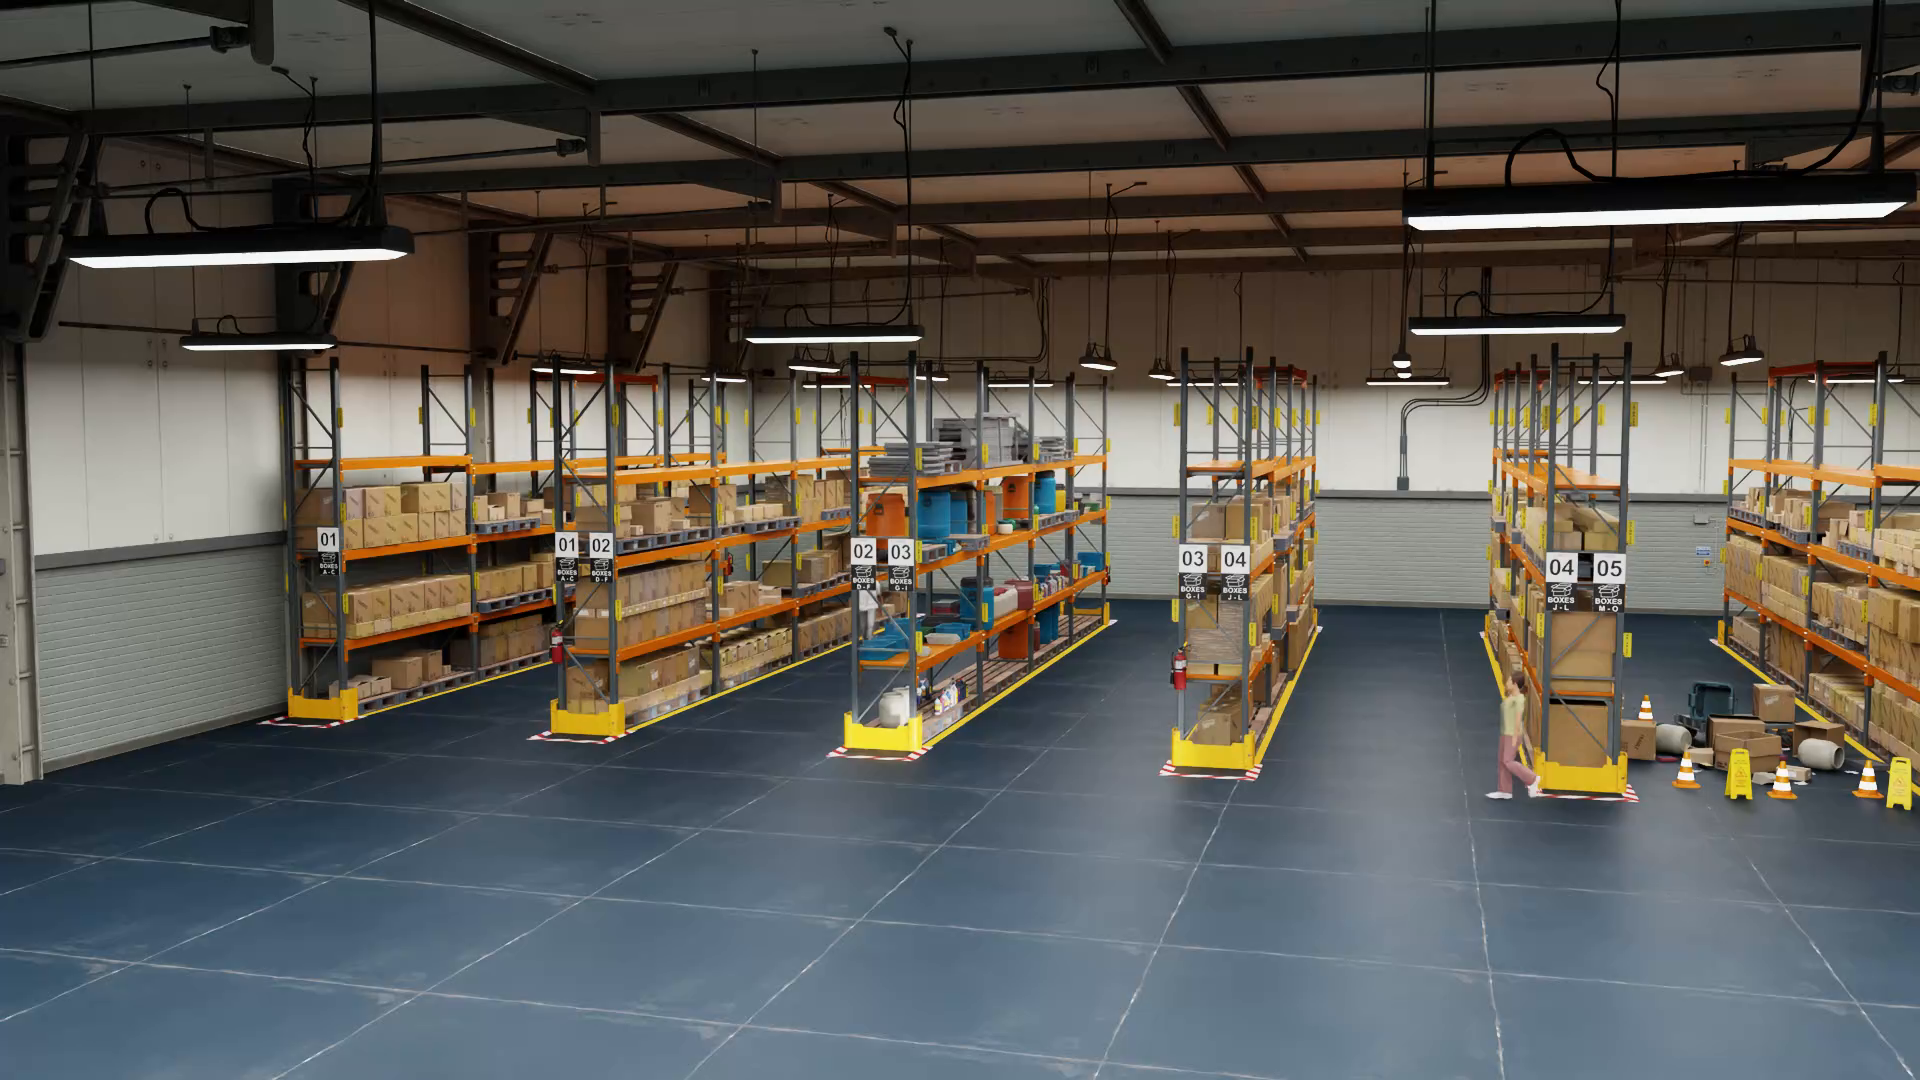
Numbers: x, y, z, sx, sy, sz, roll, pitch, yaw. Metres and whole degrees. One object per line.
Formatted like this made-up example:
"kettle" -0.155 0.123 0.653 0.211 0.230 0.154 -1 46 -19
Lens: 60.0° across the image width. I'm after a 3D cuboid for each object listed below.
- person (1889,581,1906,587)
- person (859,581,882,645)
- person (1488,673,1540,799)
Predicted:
"person" 21.064 1.476 37.322 0.812 1.544 0.634 1 4 12
"person" -1.902 1.387 33.774 0.570 1.707 1.022 1 4 7
"person" 7.251 2.568 21.781 0.616 1.660 0.453 0 4 -4
